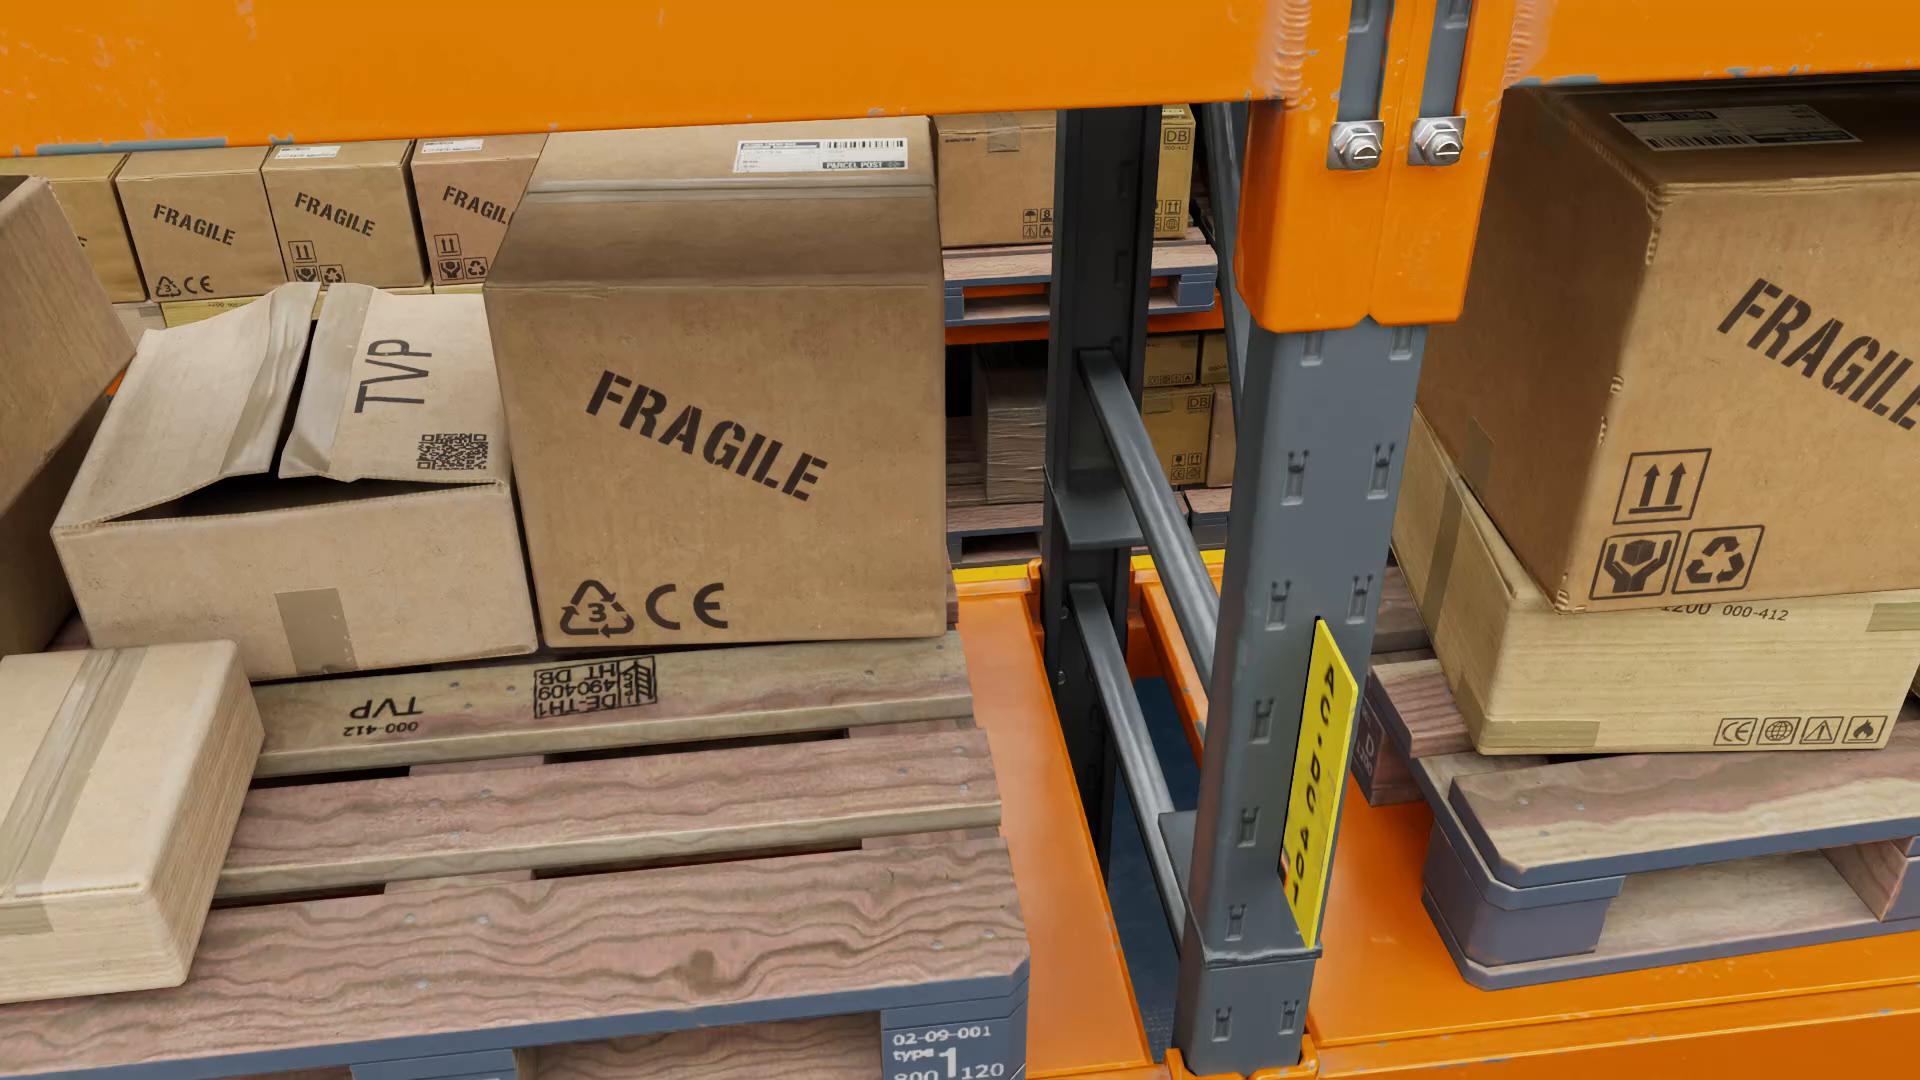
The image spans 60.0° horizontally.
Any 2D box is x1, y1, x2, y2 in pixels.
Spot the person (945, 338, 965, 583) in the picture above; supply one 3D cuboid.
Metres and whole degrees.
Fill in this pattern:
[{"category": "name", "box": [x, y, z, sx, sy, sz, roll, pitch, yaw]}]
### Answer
[{"category": "person", "box": [-0.216, 0.001, 6.226, 0.449, 1.710, 0.595, -10, 36, -15]}]
